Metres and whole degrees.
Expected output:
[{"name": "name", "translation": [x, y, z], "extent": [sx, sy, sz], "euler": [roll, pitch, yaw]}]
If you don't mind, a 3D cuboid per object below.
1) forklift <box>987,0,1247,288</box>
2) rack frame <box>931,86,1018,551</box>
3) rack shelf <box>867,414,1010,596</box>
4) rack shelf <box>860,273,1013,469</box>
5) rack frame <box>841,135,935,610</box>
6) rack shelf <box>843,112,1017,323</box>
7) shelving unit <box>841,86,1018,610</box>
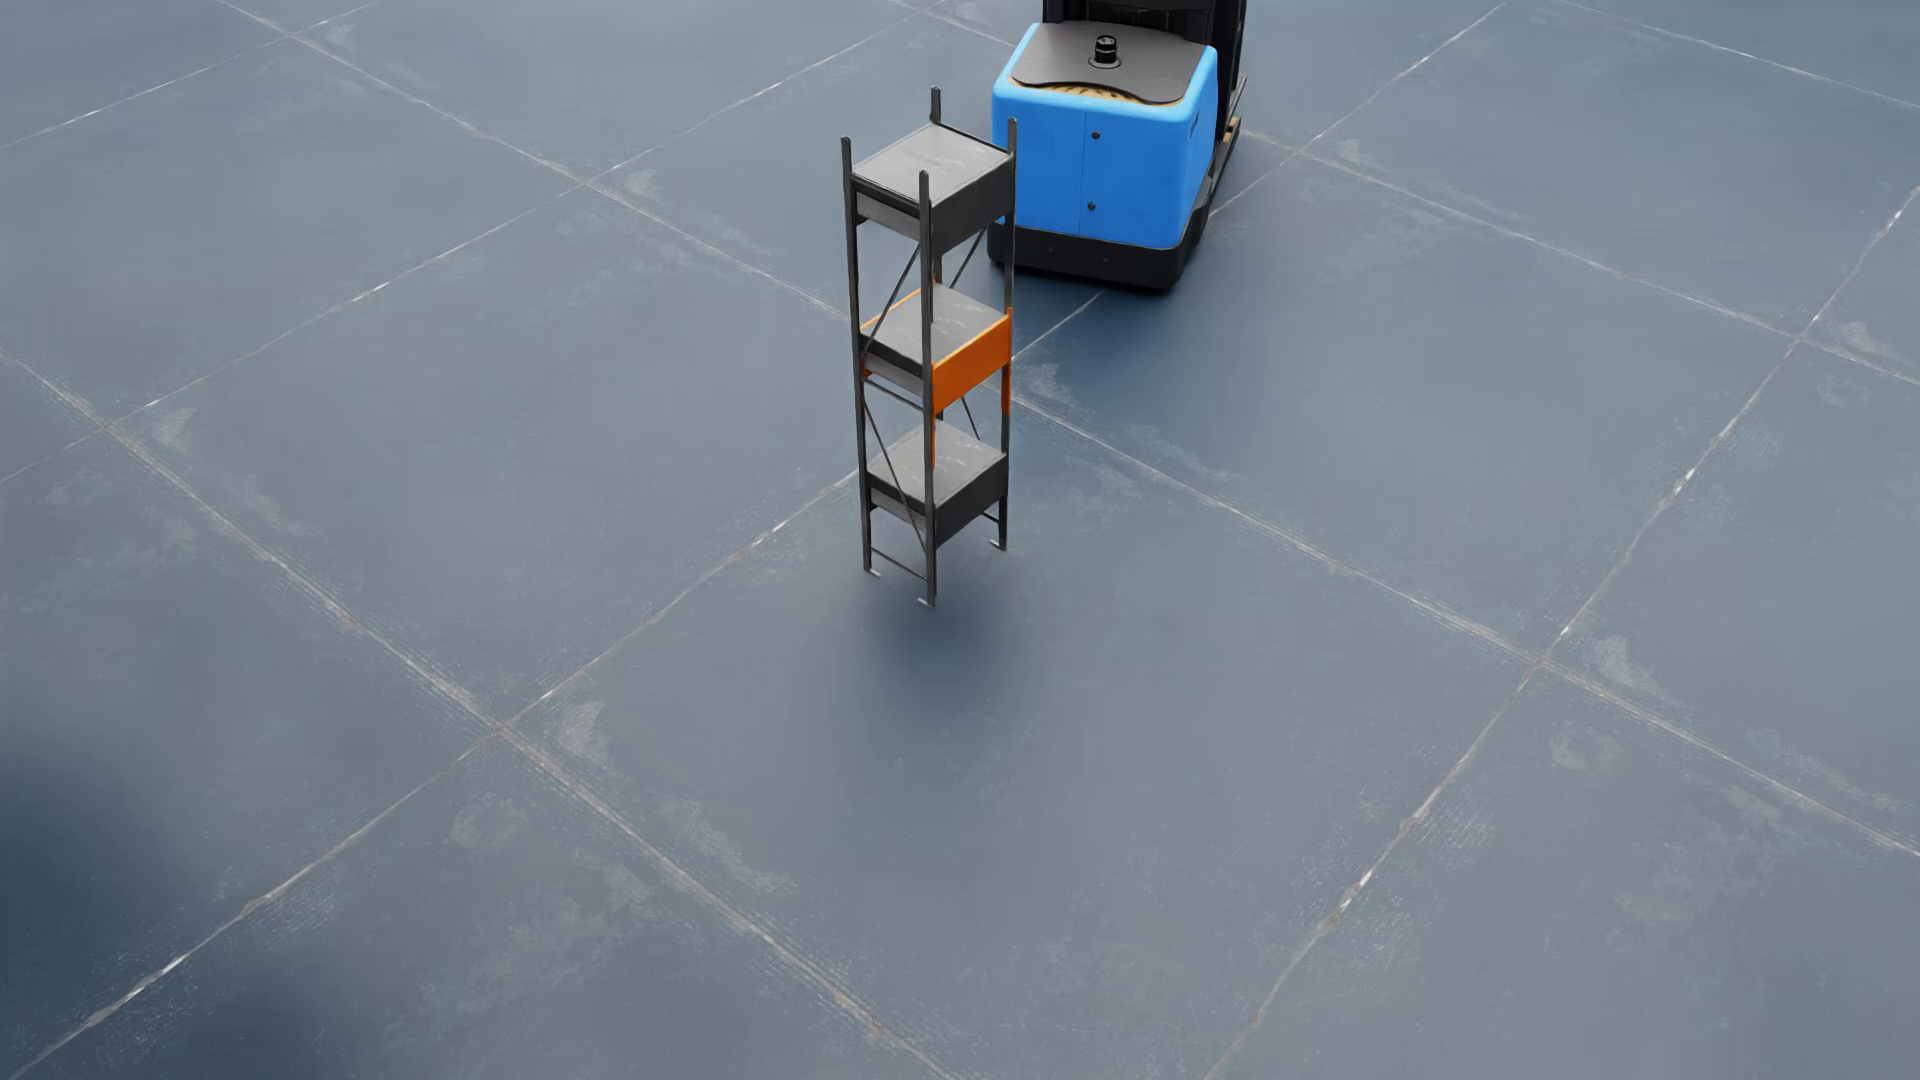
[{"name": "forklift", "translation": [1.067, -3.419, 9.014], "extent": [1.130, 2.935, 3.031], "euler": [12, 44, 13]}, {"name": "rack frame", "translation": [0.050, -0.817, 6.770], "extent": [0.400, 2.100, 0.015], "euler": [29, 50, 28]}, {"name": "rack shelf", "translation": [-0.107, -0.164, 7.112], "extent": [0.431, 0.518, 0.480], "euler": [29, 50, 28]}, {"name": "rack shelf", "translation": [-0.107, -0.682, 6.641], "extent": [0.431, 0.518, 0.480], "euler": [29, 50, 28]}, {"name": "rack frame", "translation": [-0.264, -0.566, 6.494], "extent": [0.400, 2.100, 0.015], "euler": [29, 50, 28]}, {"name": "rack shelf", "translation": [-0.107, -1.199, 6.170], "extent": [0.431, 0.518, 0.480], "euler": [29, 50, 28]}, {"name": "shelving unit", "translation": [-0.107, -0.692, 6.632], "extent": [0.431, 2.100, 0.503], "euler": [29, 50, 28]}]
